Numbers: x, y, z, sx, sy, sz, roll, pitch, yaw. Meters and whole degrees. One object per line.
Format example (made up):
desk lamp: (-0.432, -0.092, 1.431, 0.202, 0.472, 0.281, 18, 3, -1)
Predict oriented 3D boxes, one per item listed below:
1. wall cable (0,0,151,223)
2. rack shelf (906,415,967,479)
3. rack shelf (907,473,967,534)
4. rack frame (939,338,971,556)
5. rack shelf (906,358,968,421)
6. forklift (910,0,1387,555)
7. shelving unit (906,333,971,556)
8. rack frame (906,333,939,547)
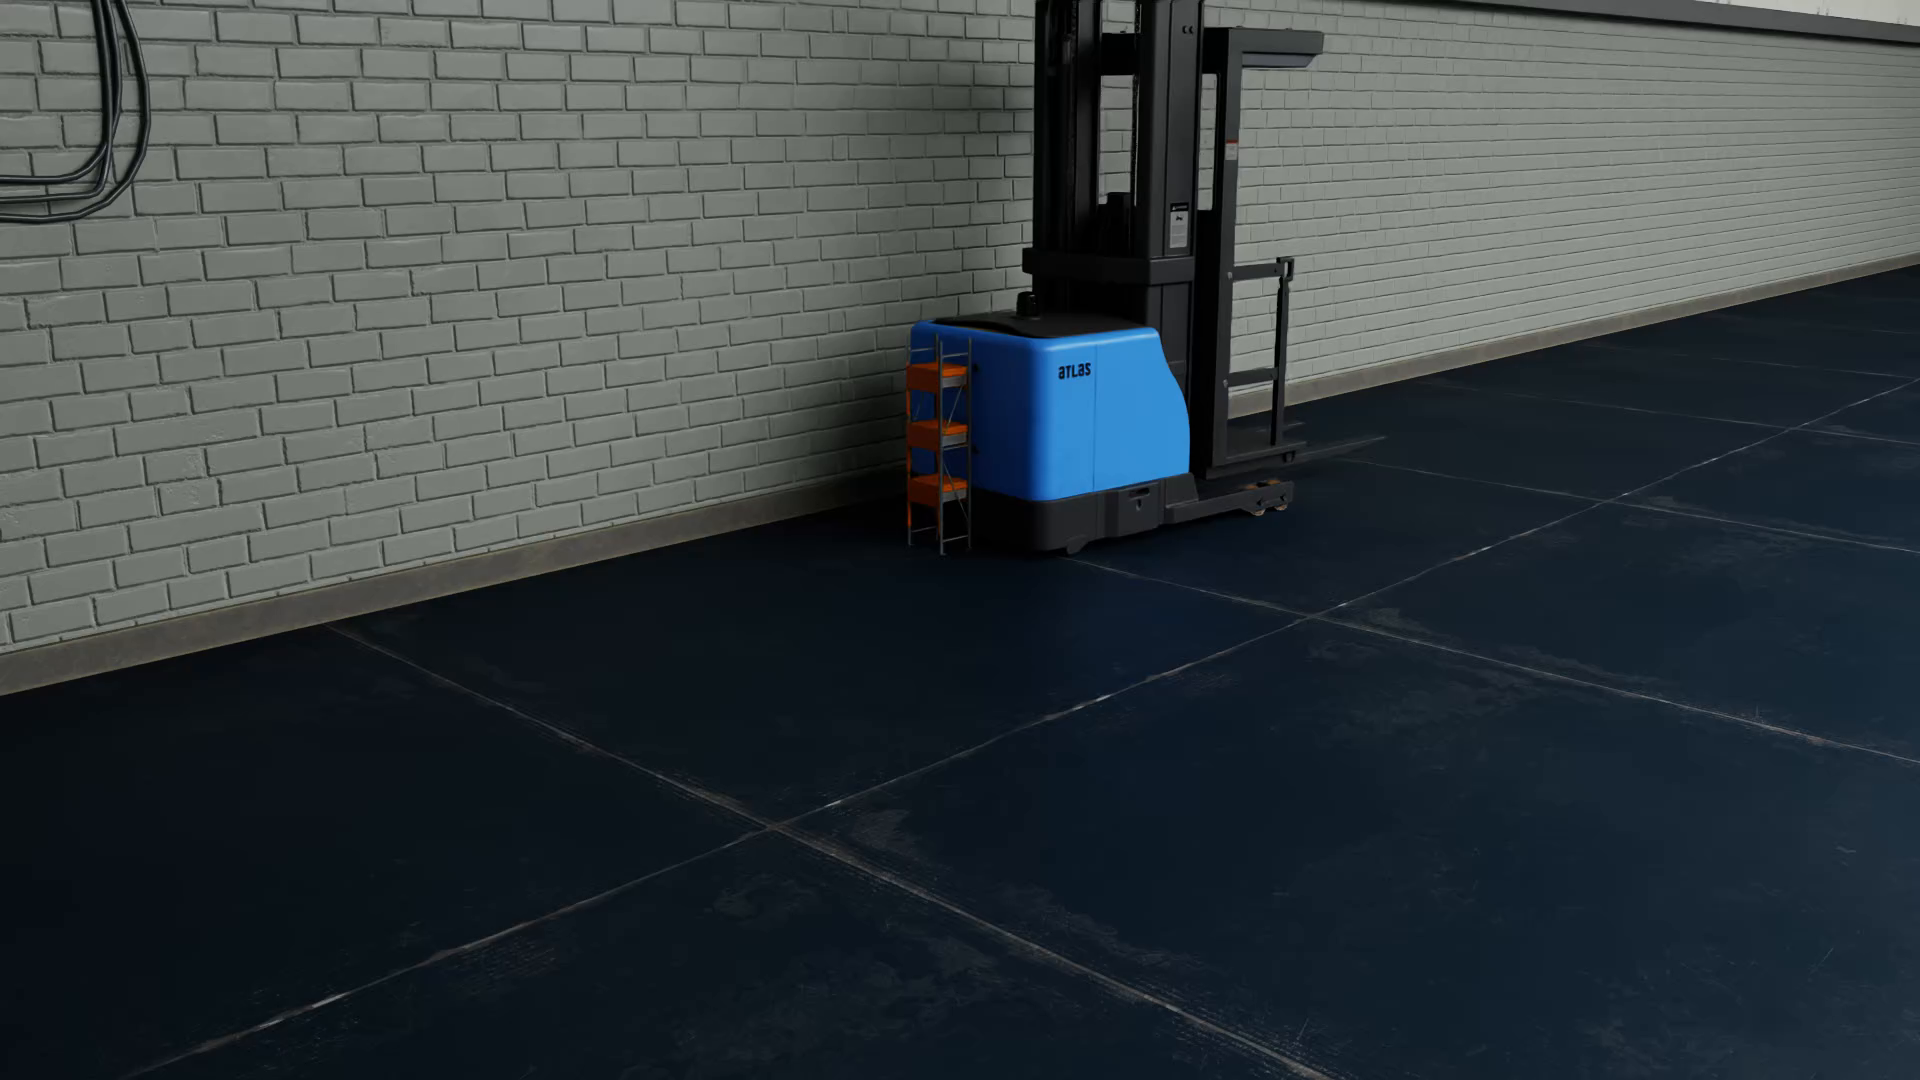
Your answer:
wall cable: (-4.073, -2.130, 4.910, 0.112, 2.526, 3.097, 14, 20, 42)
rack shelf: (-0.104, -0.458, 8.142, 0.215, 0.259, 0.240, -13, 19, -40)
rack shelf: (-0.104, -0.189, 8.212, 0.215, 0.259, 0.240, -13, 19, -40)
rack frame: (-0.023, -0.446, 8.050, 0.200, 1.050, 0.008, -13, 19, -40)
rack shelf: (-0.104, -0.733, 8.070, 0.215, 0.259, 0.240, -13, 19, -40)
forklift: (1.182, -1.634, 8.881, 3.031, 2.935, 1.130, -12, 19, -39)
shelving unit: (-0.104, -0.469, 8.139, 0.215, 1.050, 0.252, -13, 19, -40)
rack frame: (-0.185, -0.492, 8.227, 0.200, 1.050, 0.008, -13, 19, -40)
